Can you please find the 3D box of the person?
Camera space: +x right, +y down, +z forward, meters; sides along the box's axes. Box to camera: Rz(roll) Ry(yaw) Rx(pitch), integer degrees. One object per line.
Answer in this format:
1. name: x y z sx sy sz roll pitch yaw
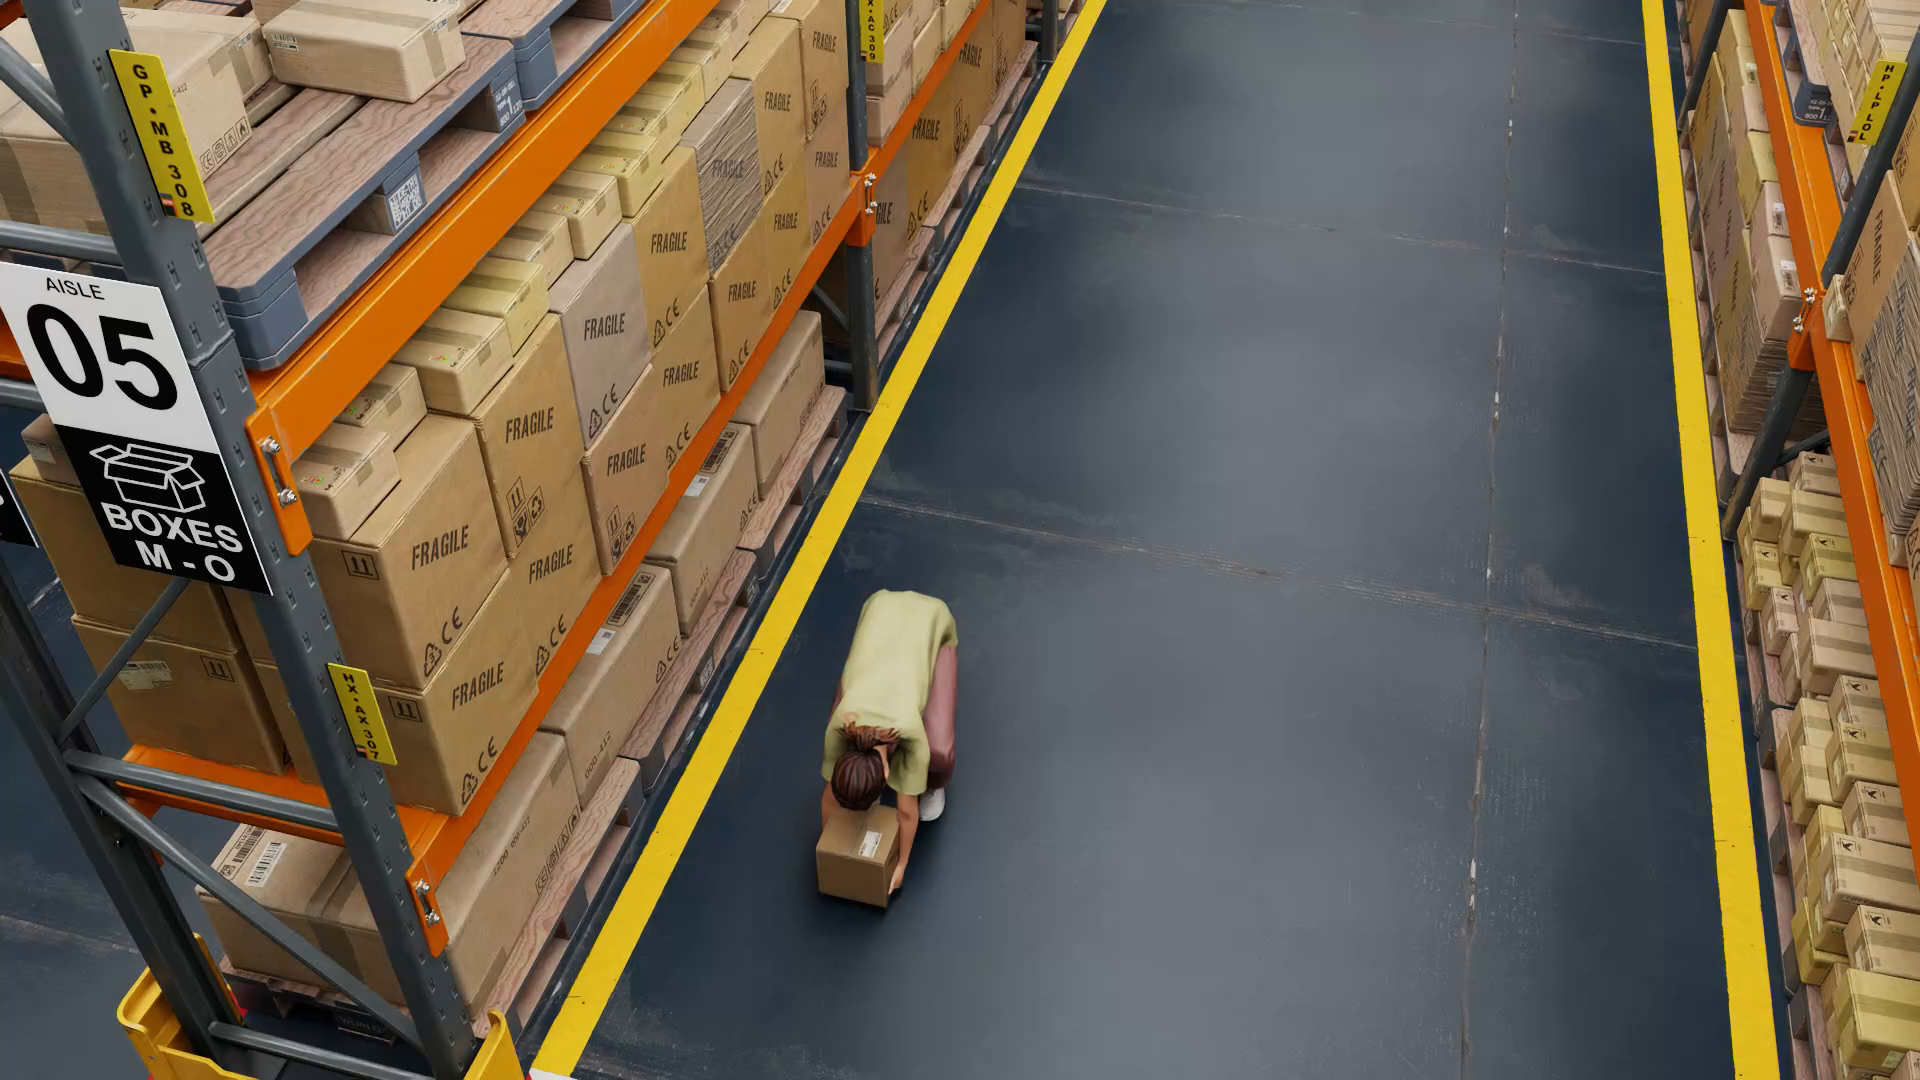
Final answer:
1. person: -0.248 0.714 5.947 0.465 0.878 0.847 9 42 10
